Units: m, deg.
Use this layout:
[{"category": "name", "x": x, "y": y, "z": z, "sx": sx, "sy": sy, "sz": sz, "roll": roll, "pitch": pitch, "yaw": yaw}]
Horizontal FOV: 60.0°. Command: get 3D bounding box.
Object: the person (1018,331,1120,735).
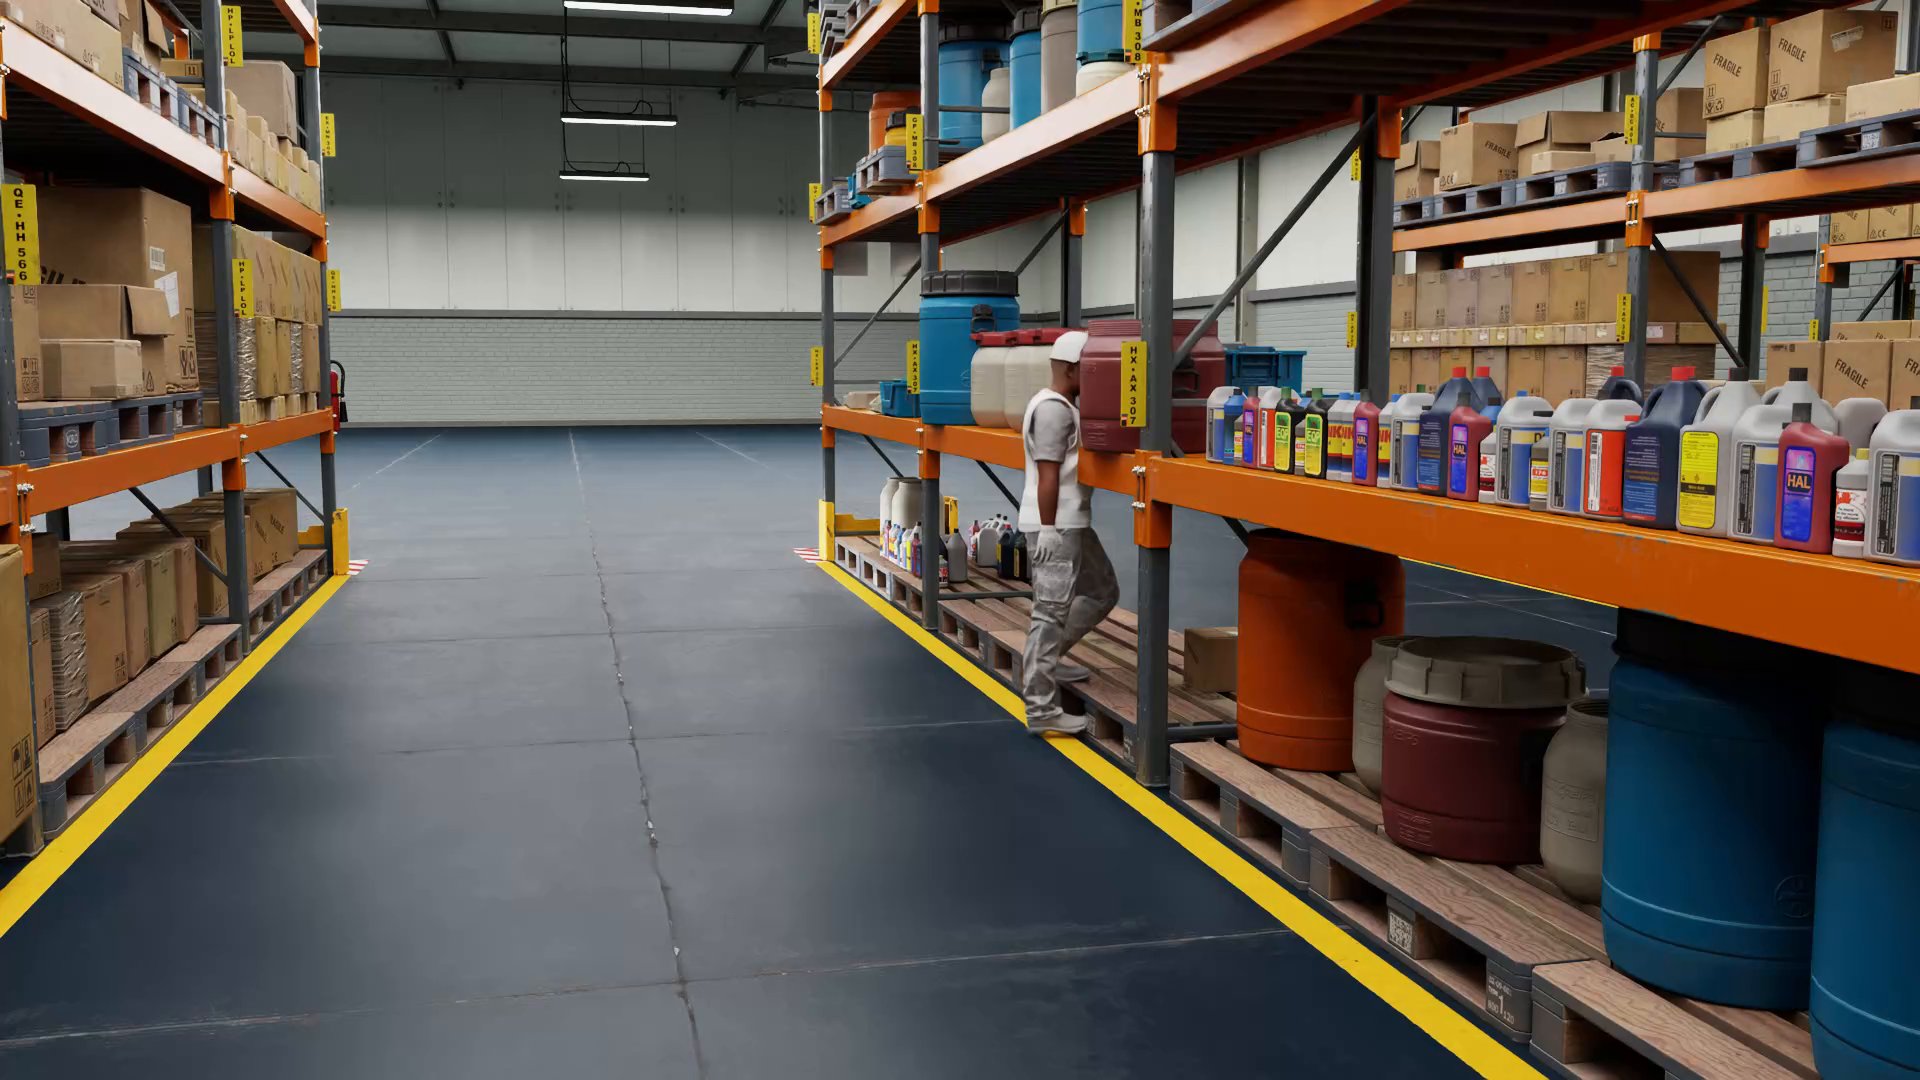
[{"category": "person", "x": 0.494, "y": -0.039, "z": 7.487, "sx": 0.465, "sy": 1.787, "sz": 0.545, "roll": 0, "pitch": 6, "yaw": 4}]
